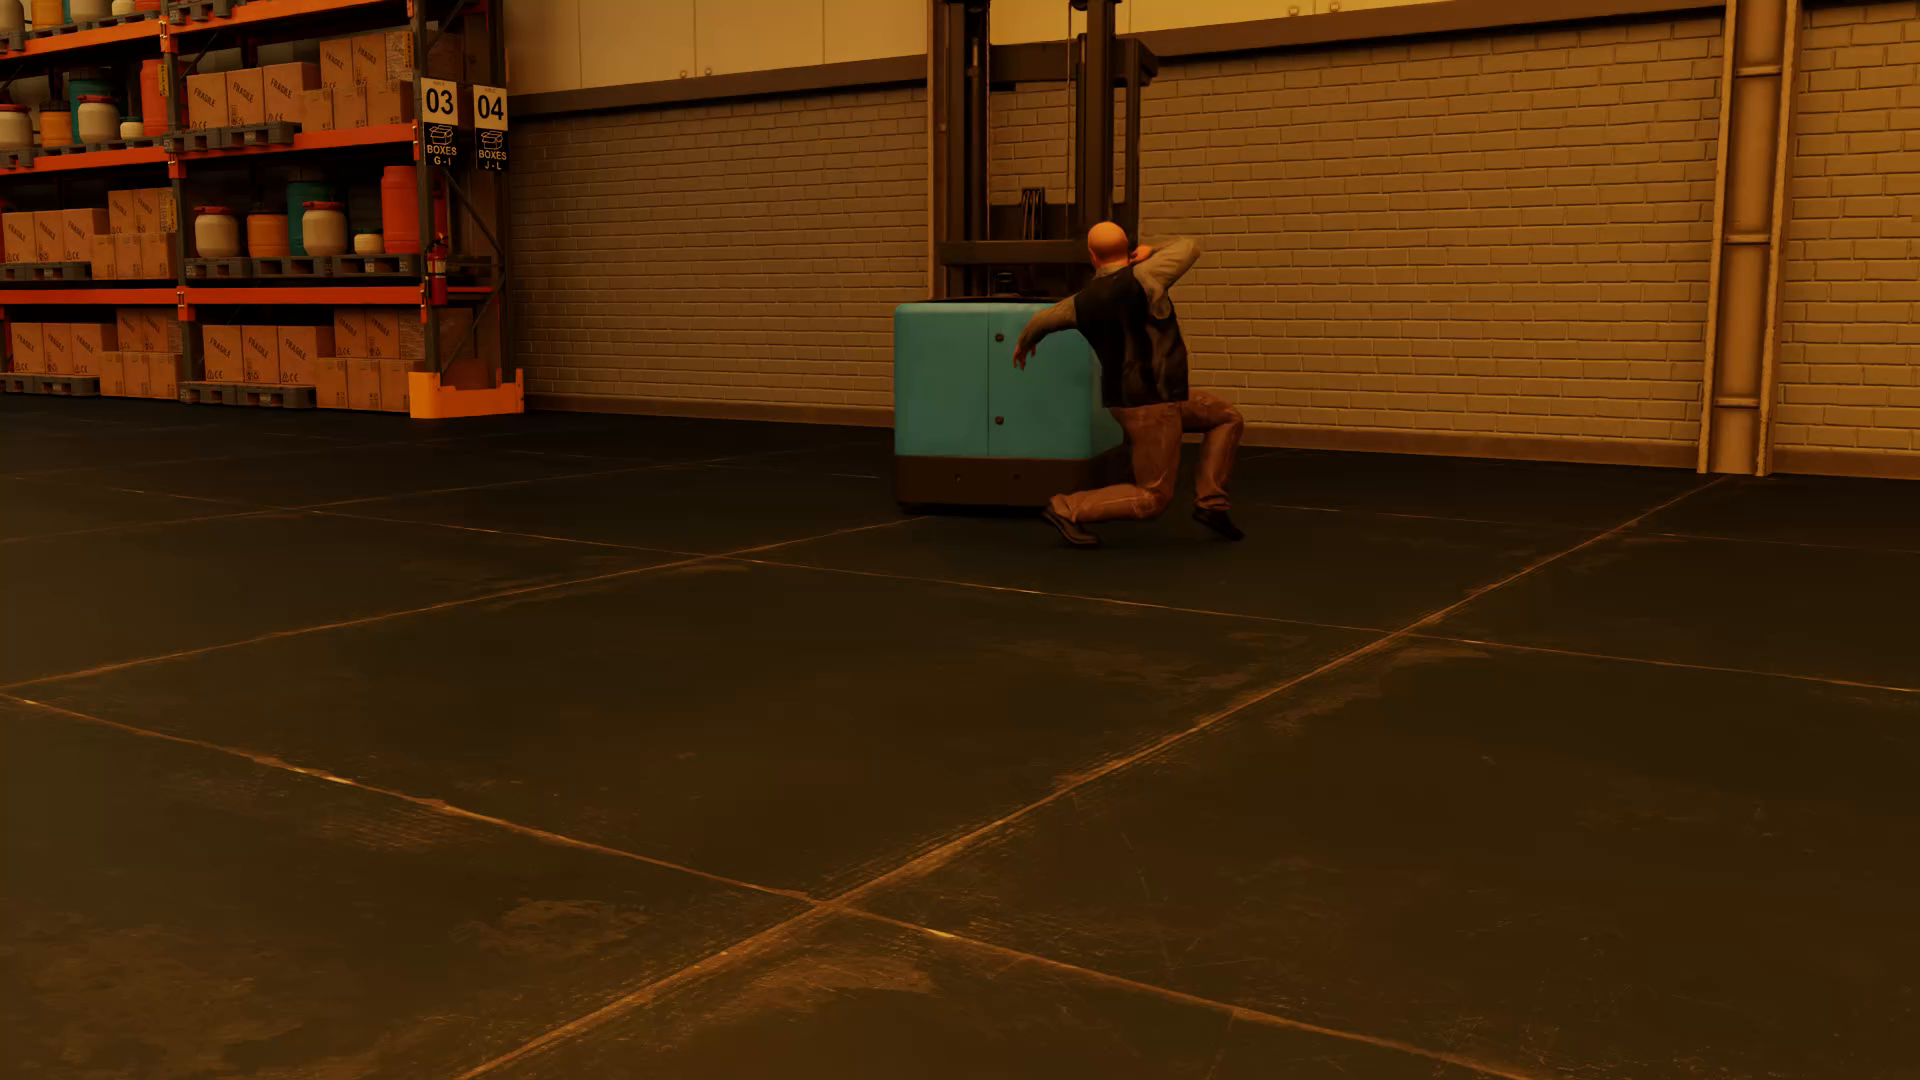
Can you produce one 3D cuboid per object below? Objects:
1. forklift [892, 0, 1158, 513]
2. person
[{"bbox_3d":[0.520,-1.760,9.569,1.130,2.935,3.031,2,8,15],"label":"forklift"},{"bbox_3d":[0.773,-0.713,7.573,0.953,1.430,0.958,-2,8,-17],"label":"person"}]
